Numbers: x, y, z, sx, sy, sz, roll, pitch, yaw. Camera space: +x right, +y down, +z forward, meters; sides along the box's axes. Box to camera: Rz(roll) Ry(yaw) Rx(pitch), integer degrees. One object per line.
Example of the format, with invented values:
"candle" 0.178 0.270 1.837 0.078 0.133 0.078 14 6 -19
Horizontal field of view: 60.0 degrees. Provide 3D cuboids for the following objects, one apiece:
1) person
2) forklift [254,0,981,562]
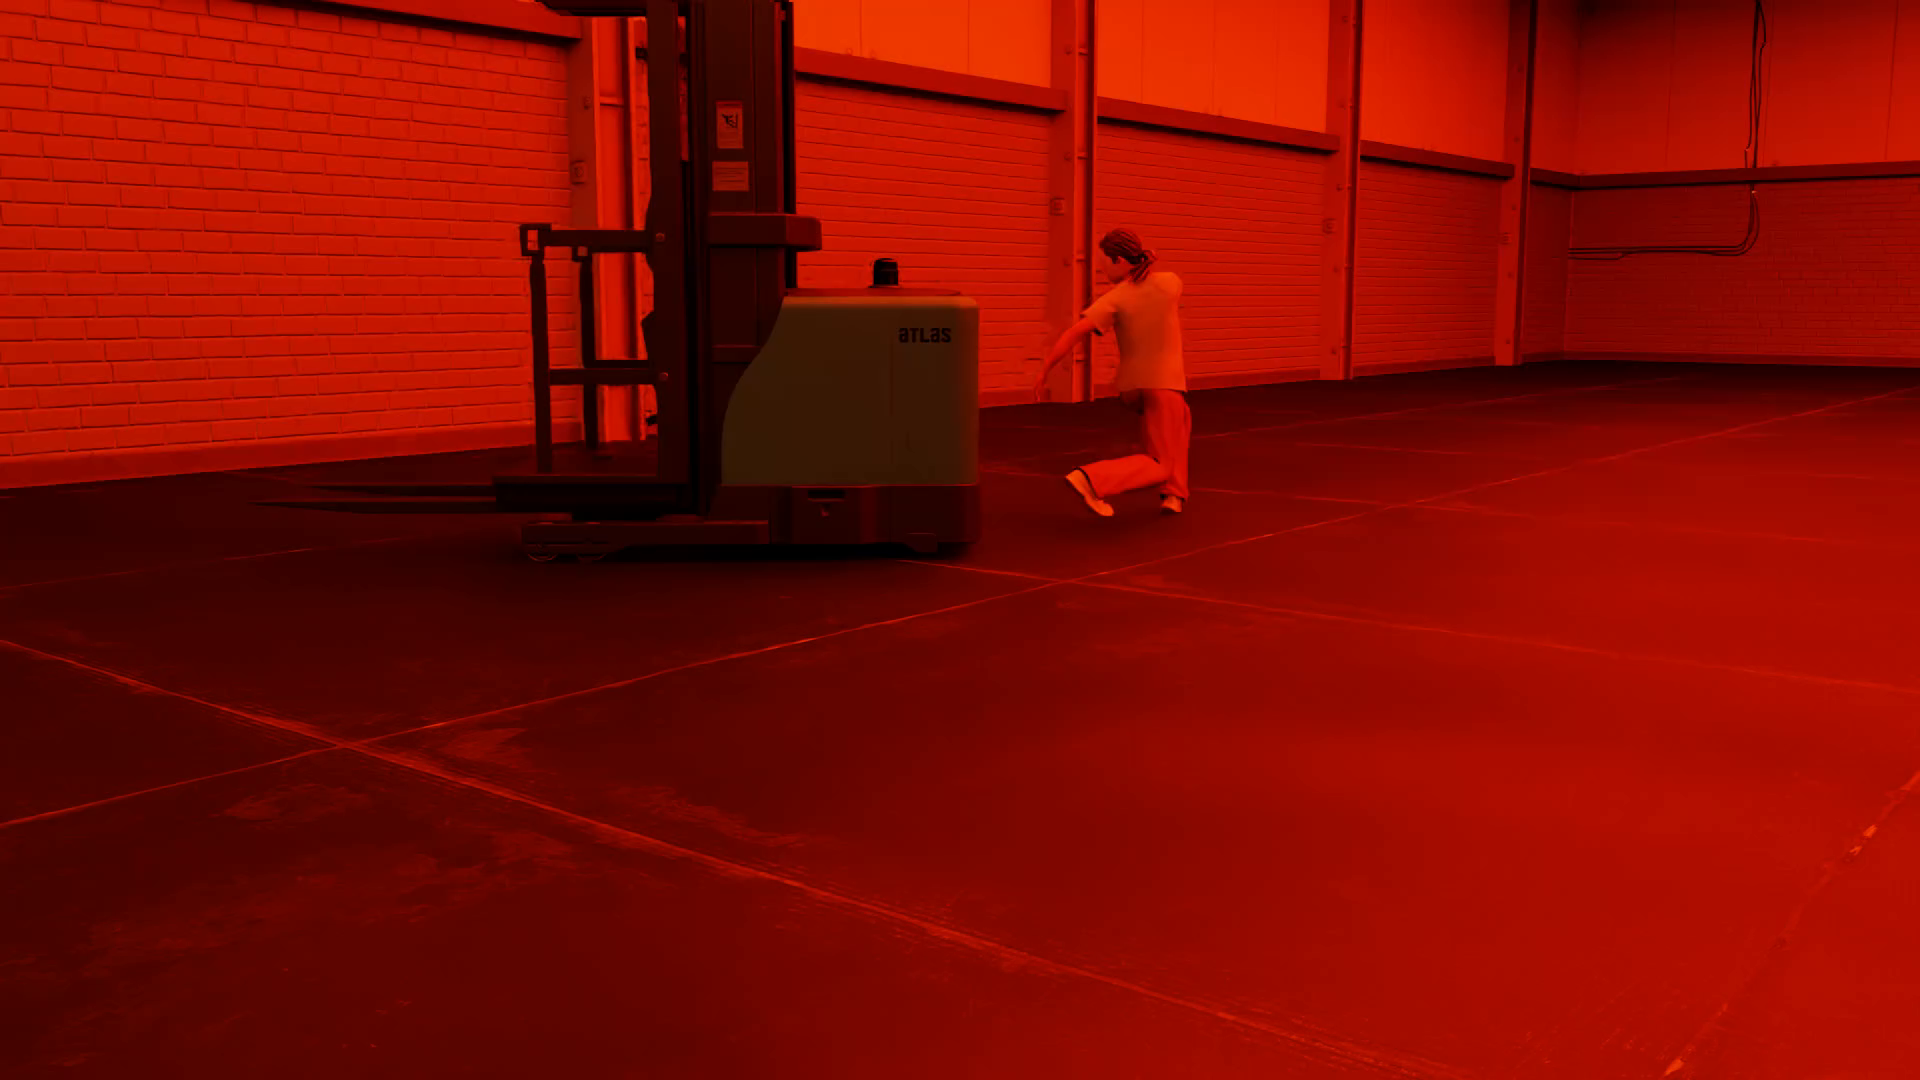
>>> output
"person" 0.782 -0.782 8.081 0.652 1.448 0.943 5 10 29
"forklift" -1.437 -1.438 7.107 3.031 2.935 1.130 0 8 -1
